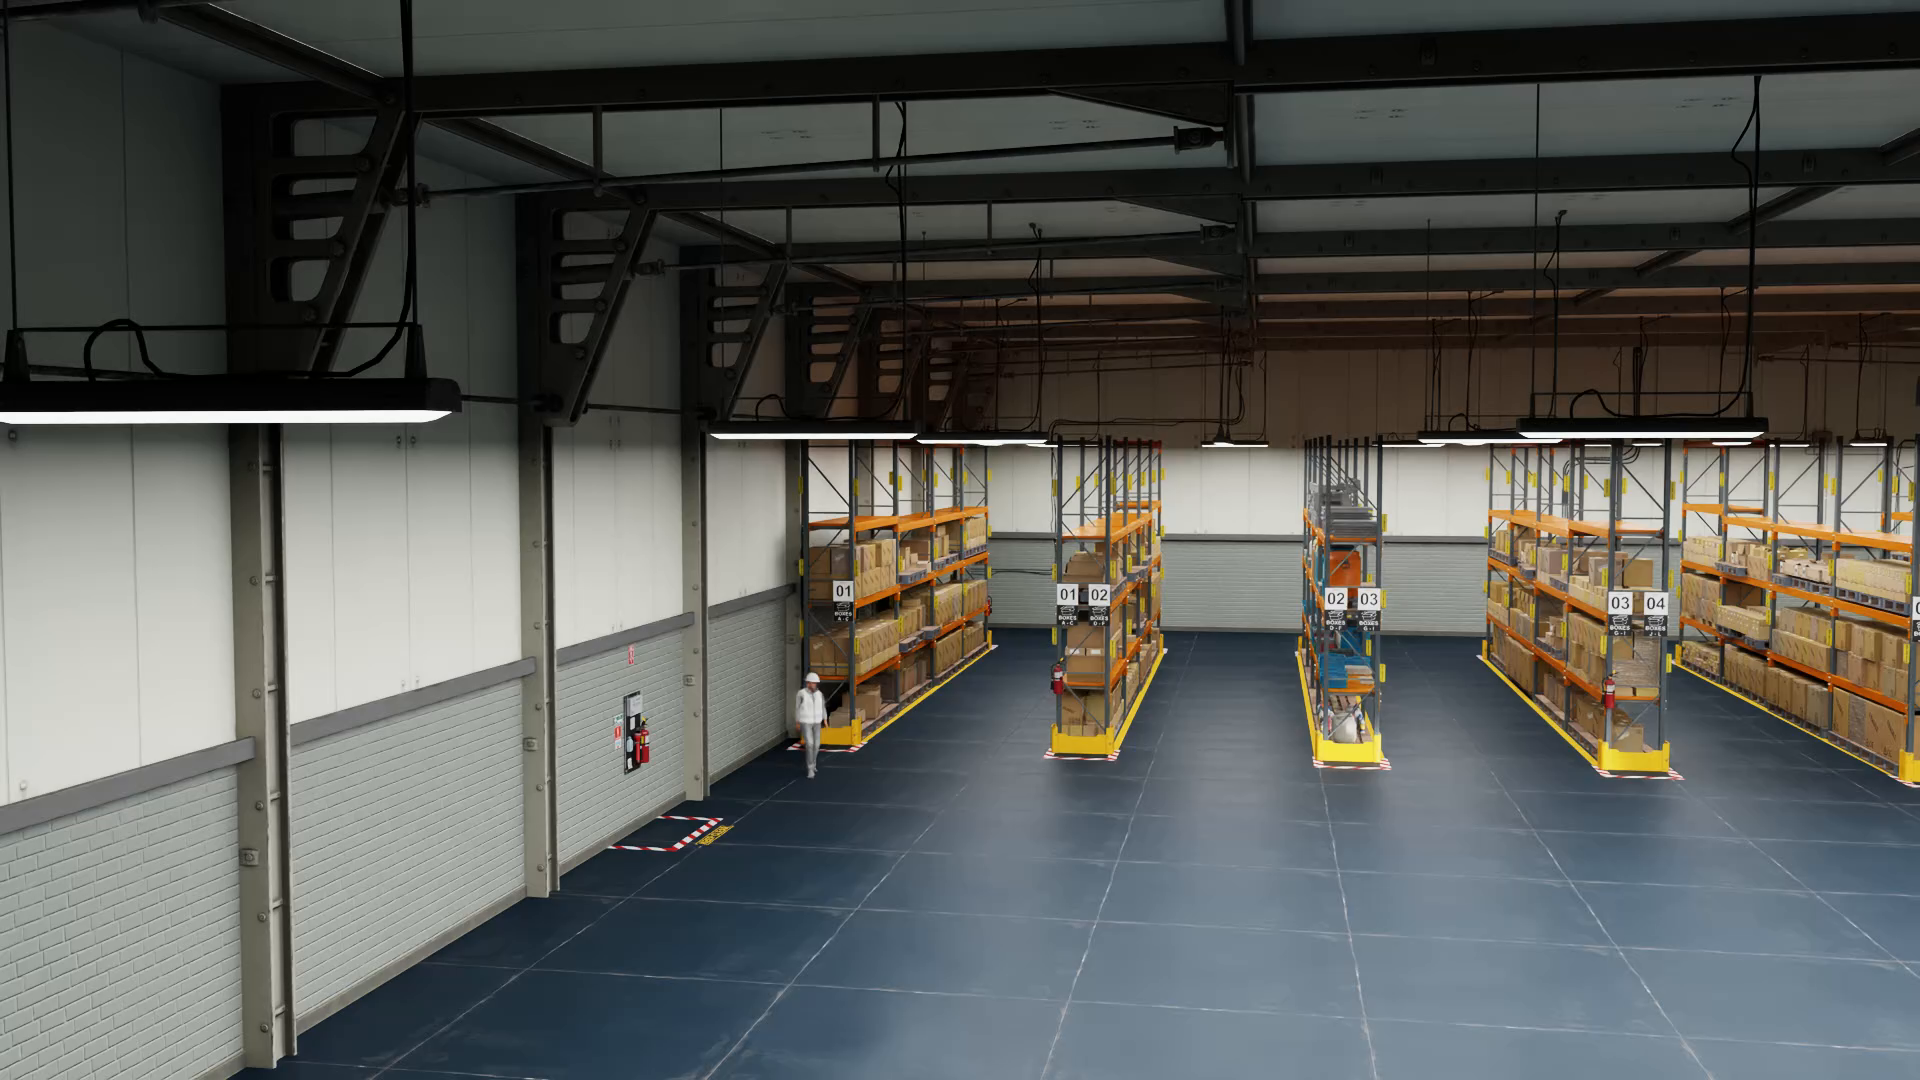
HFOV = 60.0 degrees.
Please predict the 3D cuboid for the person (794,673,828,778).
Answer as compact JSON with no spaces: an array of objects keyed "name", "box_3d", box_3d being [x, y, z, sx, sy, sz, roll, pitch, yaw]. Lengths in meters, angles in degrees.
[{"name":"person","box_3d":[-2.592,3.271,29.385,0.565,1.822,0.598,-2,4,-34]}]
